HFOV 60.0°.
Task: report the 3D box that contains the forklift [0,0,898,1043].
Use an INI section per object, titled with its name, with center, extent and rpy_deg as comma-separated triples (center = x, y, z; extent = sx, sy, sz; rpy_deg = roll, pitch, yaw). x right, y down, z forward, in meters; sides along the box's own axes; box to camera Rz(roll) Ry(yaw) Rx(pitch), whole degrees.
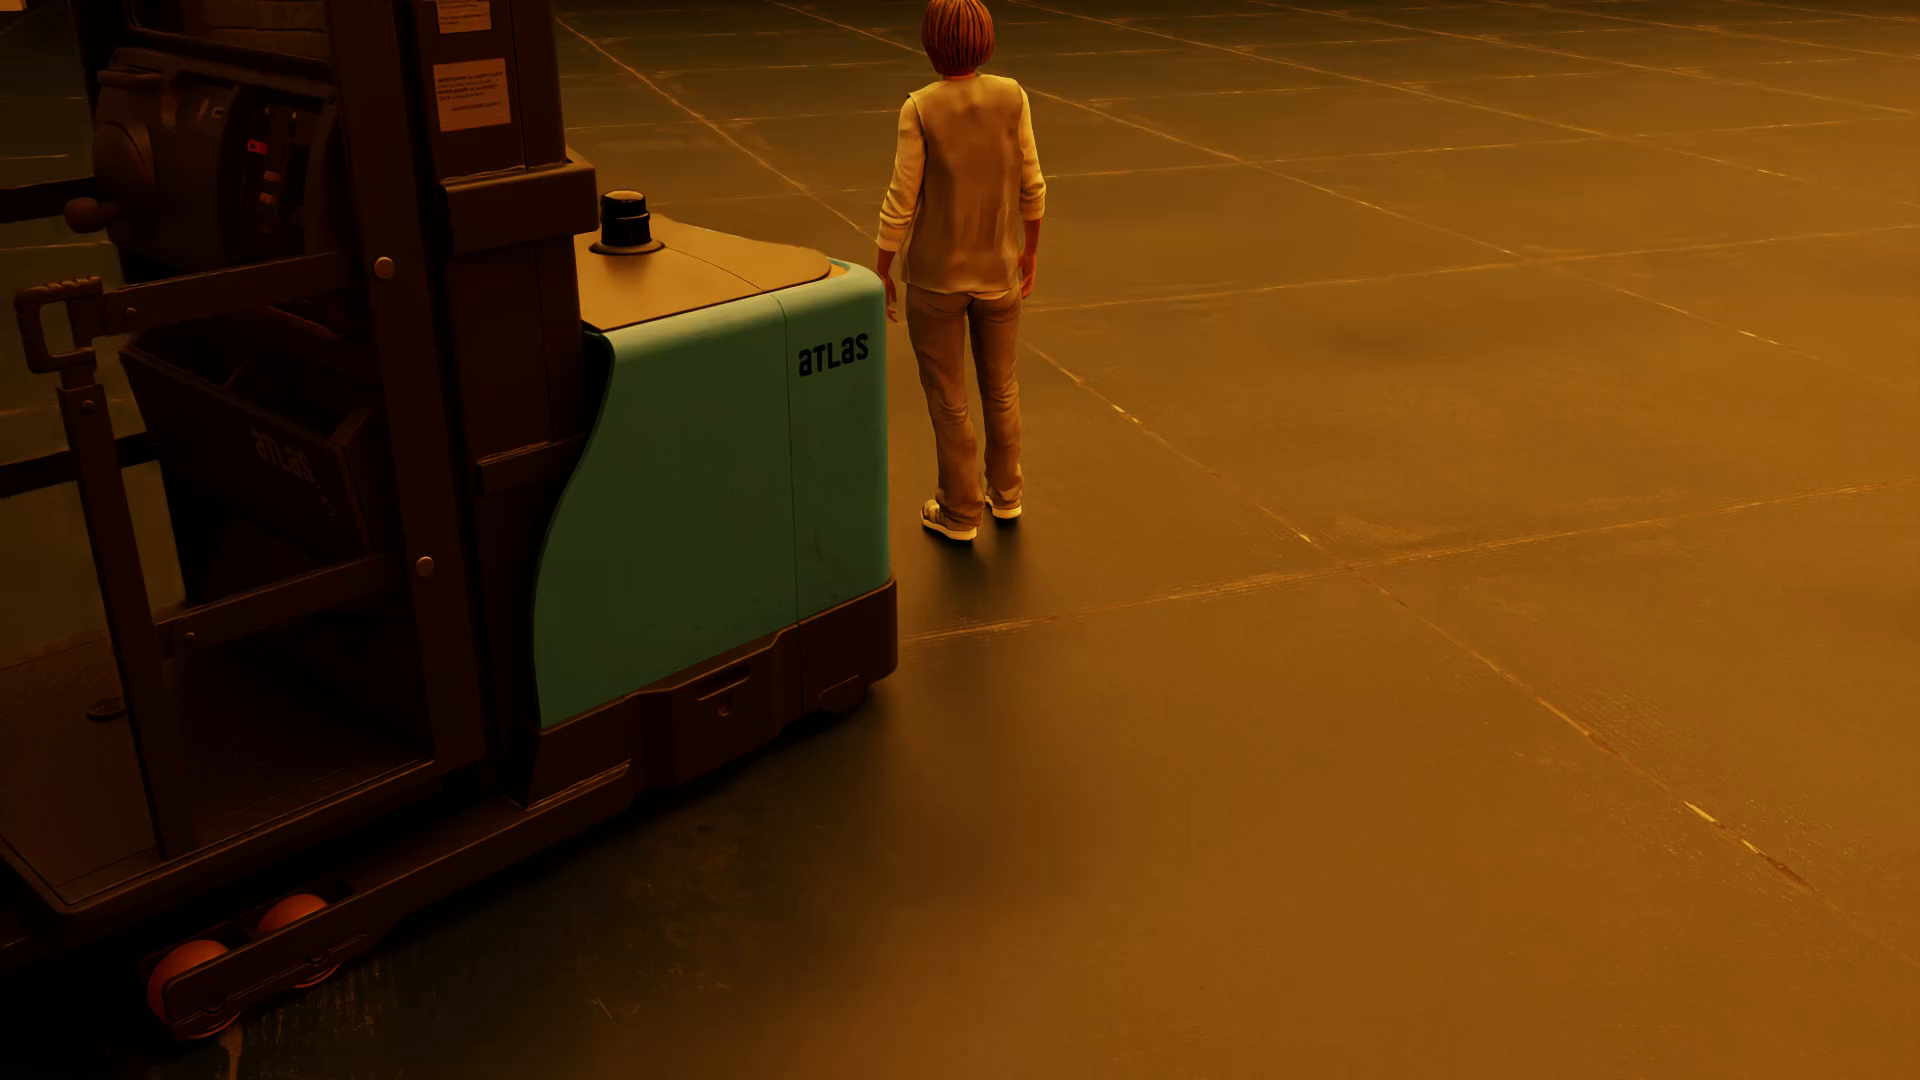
[forklift]
center = -1.529, -0.687, 2.933
extent = 1.130, 2.935, 3.031
rpy_deg = 20, 30, 39

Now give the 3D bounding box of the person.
[person]
center = -0.013, -0.772, 4.836
extent = 0.520, 1.600, 0.472
rpy_deg = -8, 24, -18
